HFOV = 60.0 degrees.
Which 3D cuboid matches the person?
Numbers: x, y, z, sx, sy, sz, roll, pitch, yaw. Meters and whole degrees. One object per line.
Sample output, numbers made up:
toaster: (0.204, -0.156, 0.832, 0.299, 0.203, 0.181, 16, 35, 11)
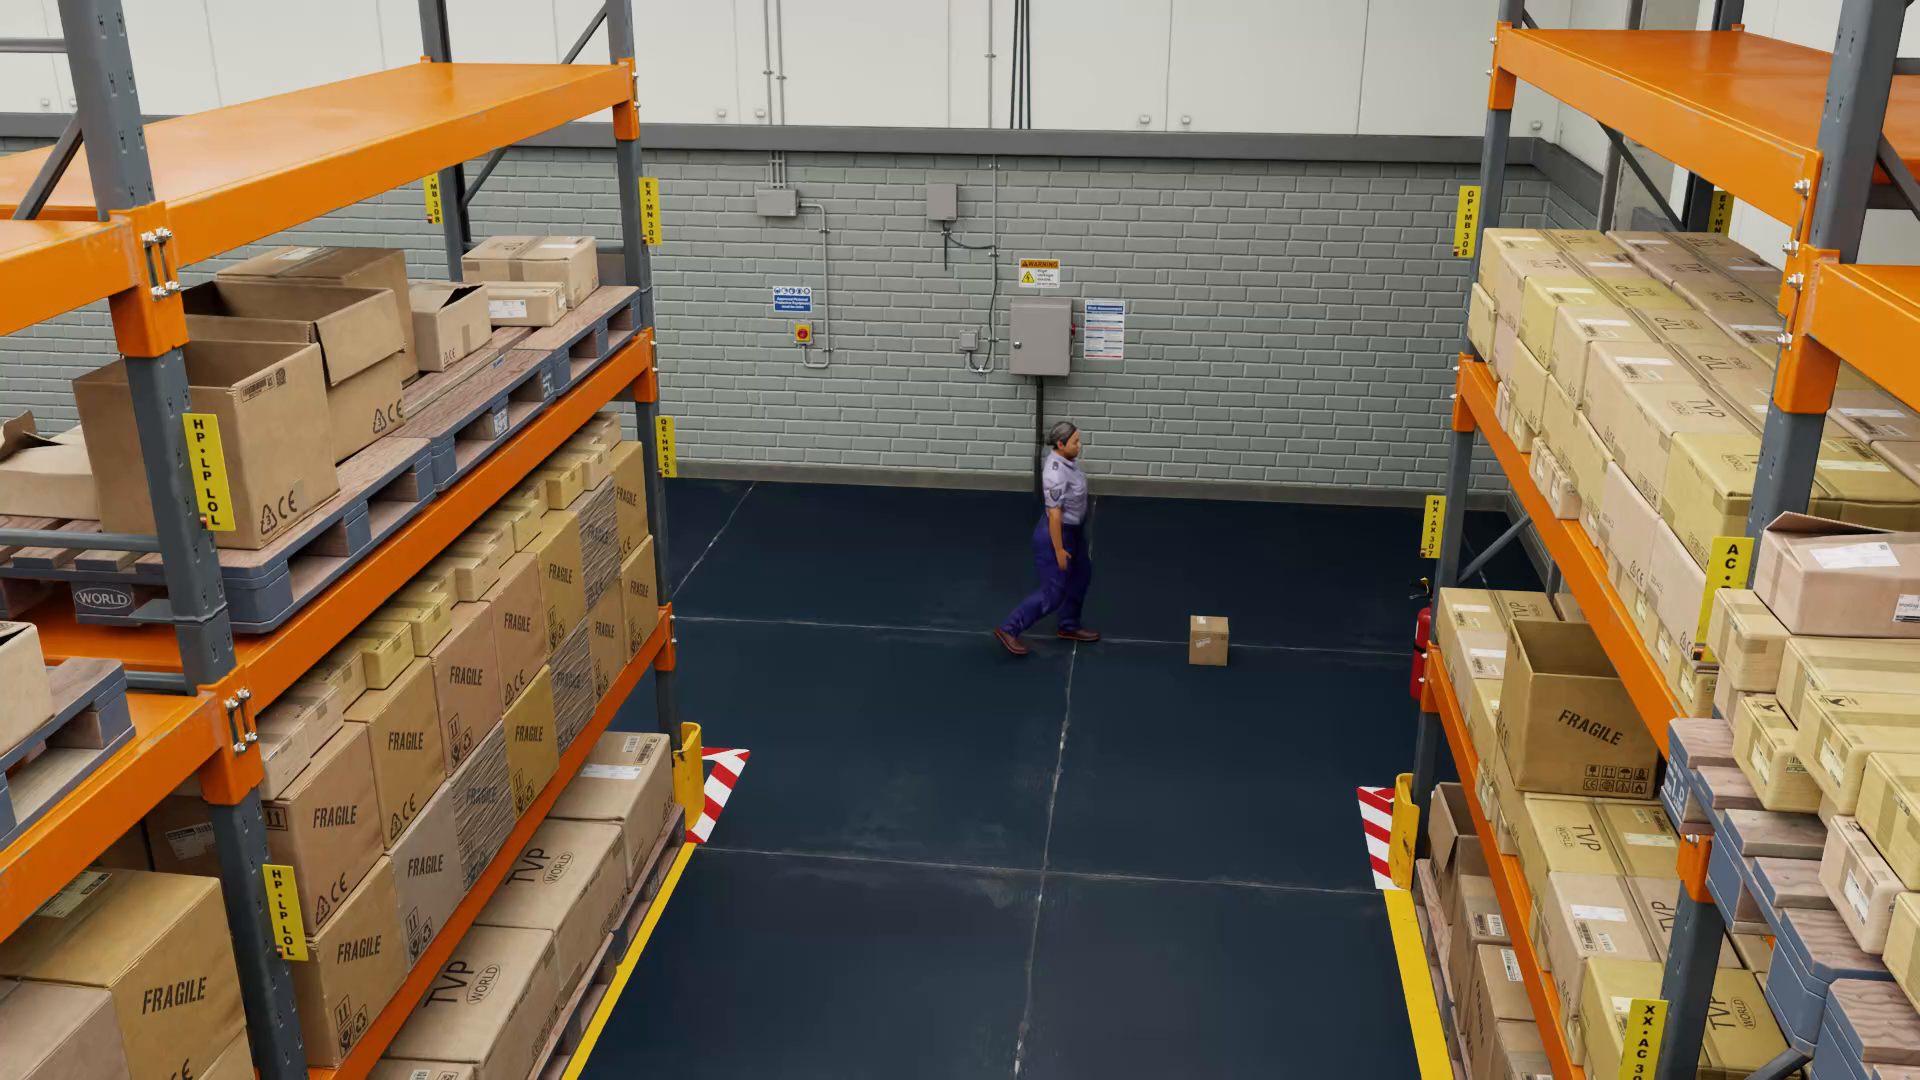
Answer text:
person: (0.597, -0.017, 11.158, 0.698, 1.622, 0.577, 4, 22, 10)
